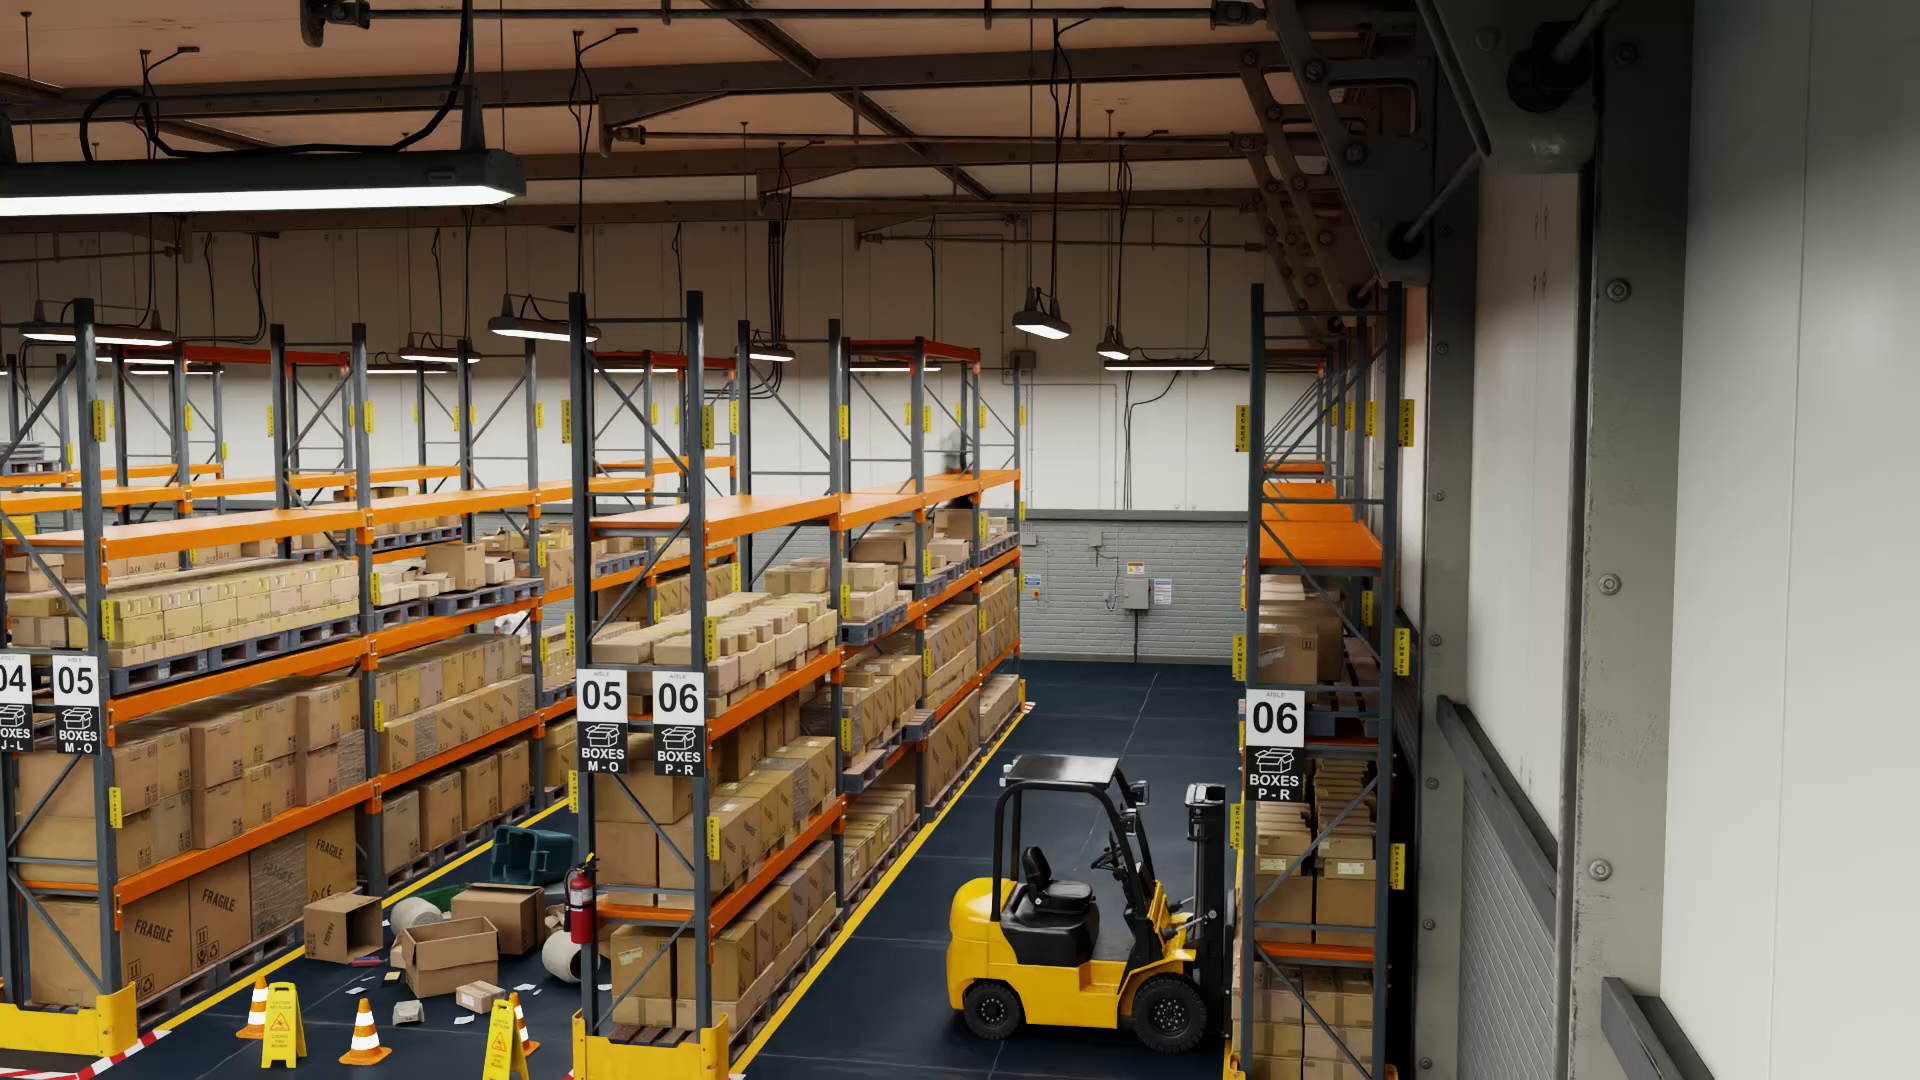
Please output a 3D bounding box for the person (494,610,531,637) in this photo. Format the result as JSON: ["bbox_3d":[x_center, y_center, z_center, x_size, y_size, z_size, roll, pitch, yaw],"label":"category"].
[{"bbox_3d":[-16.307,-0.374,12.883,8.931,8.998,38.409,4,6,38],"label":"person"}]
